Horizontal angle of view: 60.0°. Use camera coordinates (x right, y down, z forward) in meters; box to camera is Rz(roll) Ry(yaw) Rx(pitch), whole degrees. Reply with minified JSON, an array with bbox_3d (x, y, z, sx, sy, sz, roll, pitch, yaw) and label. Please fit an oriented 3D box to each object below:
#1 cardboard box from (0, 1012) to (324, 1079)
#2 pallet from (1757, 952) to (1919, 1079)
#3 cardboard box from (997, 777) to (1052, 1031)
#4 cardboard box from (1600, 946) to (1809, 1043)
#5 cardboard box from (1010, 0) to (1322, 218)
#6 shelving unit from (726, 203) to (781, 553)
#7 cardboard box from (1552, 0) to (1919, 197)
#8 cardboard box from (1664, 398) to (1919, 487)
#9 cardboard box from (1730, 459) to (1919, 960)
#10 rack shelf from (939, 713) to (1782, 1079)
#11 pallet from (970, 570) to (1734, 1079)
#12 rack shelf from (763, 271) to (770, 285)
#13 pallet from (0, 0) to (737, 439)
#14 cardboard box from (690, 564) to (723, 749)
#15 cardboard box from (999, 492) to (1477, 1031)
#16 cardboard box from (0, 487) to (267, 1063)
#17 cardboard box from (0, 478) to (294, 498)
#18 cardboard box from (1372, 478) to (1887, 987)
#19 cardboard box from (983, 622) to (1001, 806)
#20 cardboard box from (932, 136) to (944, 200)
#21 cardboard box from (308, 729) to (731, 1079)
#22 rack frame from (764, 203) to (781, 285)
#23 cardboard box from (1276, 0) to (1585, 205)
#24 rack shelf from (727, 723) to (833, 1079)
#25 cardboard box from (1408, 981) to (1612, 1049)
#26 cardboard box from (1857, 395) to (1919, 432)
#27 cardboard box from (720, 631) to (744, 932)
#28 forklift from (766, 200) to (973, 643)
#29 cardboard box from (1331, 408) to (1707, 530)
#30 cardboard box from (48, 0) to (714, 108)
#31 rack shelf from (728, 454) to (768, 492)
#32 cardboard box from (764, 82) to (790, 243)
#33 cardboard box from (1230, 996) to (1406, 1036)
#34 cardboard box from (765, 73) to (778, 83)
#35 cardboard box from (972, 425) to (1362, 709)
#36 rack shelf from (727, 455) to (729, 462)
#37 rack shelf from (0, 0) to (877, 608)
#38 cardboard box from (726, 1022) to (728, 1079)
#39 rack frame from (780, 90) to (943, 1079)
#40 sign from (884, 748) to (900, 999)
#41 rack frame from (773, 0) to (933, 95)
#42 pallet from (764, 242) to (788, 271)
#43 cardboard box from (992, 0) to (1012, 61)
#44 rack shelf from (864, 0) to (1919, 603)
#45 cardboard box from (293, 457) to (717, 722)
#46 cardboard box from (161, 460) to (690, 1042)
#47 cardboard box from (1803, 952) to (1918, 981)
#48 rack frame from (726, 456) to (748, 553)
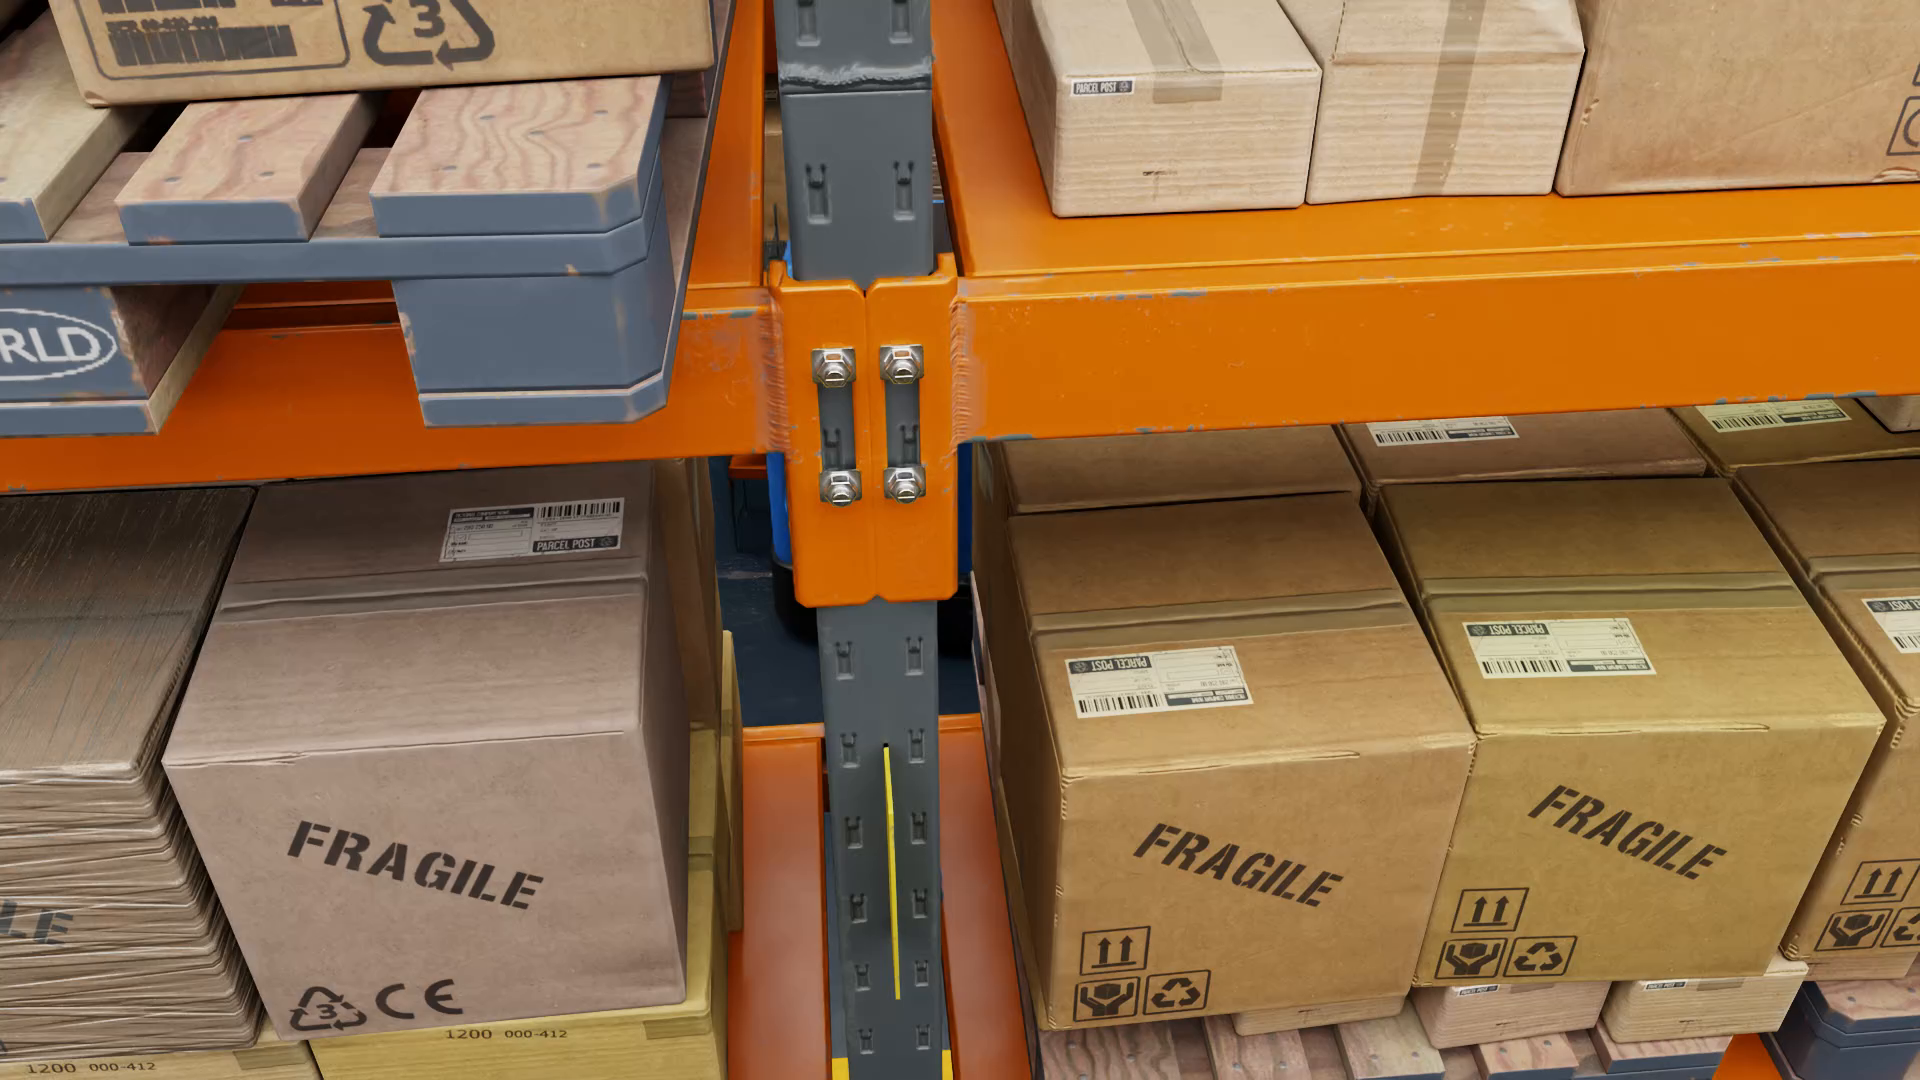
[{"bbox_3d":[-1.100,0.575,2.317,0.500,0.250,0.500,-4,38,-5],"label":"cardboard box"},{"bbox_3d":[1.838,0.440,2.926,1.213,0.211,1.003,-3,38,-4],"label":"pallet"},{"bbox_3d":[0.210,0.529,2.521,0.250,0.149,0.380,-5,39,-7],"label":"cardboard box"},{"bbox_3d":[1.047,0.546,2.501,0.250,0.149,0.380,-3,38,-4],"label":"cardboard box"},{"bbox_3d":[0.199,-0.493,1.734,0.250,0.149,0.380,-3,38,-4],"label":"cardboard box"},{"bbox_3d":[-0.667,-0.498,5.412,0.189,1.200,0.258,2,38,2],"label":"shelving unit"},{"bbox_3d":[0.815,-0.764,1.795,0.500,0.500,0.700,-3,38,-4],"label":"cardboard box"},{"bbox_3d":[1.315,-0.082,2.773,0.500,0.500,0.500,-6,39,-7],"label":"cardboard box"},{"bbox_3d":[1.385,0.230,2.378,0.500,0.500,0.500,-3,38,-3],"label":"cardboard box"},{"bbox_3d":[1.862,0.671,3.058,4.000,0.370,1.077,-3,38,-4],"label":"rack shelf"},{"bbox_3d":[0.570,0.469,2.889,1.003,0.211,1.213,-3,38,-4],"label":"pallet"},{"bbox_3d":[-0.667,-0.746,5.217,0.180,0.103,0.258,2,38,2],"label":"rack shelf"},{"bbox_3d":[-0.767,-0.537,1.740,1.003,0.211,1.213,-1,38,-2],"label":"pallet"},{"bbox_3d":[-0.657,0.237,2.746,0.500,0.250,0.500,-3,38,-4],"label":"cardboard box"},{"bbox_3d":[0.339,0.296,2.294,0.500,0.500,0.500,-4,38,-5],"label":"cardboard box"},{"bbox_3d":[-1.132,0.290,2.073,0.500,0.500,0.500,-3,38,-3],"label":"cardboard box"},{"bbox_3d":[-1.136,-0.024,2.471,0.500,0.500,0.500,-3,38,-4],"label":"cardboard box"},{"bbox_3d":[0.857,0.263,2.335,0.500,0.500,0.500,-1,38,-2],"label":"cardboard box"},{"bbox_3d":[0.176,0.269,2.851,0.250,0.149,0.380,-2,38,-2],"label":"cardboard box"},{"bbox_3d":[0.049,-1.822,7.216,0.625,0.625,0.875,-2,38,-3],"label":"cardboard box"},{"bbox_3d":[-0.590,0.545,2.356,0.500,0.250,0.500,-3,38,-4],"label":"cardboard box"},{"bbox_3d":[-0.576,-0.495,5.408,0.006,1.200,0.240,2,38,2],"label":"rack frame"},{"bbox_3d":[0.453,-0.553,1.716,0.258,0.266,0.396,-3,38,-4],"label":"cardboard box"},{"bbox_3d":[-2.122,0.891,2.780,4.000,0.370,1.077,-3,38,-4],"label":"rack shelf"},{"bbox_3d":[0.771,0.548,2.498,0.250,0.149,0.380,-6,39,-7],"label":"cardboard box"},{"bbox_3d":[1.474,-0.341,2.577,0.250,0.149,0.380,-5,39,-6],"label":"cardboard box"},{"bbox_3d":[-0.640,0.429,2.906,0.500,0.250,0.500,-4,38,-5],"label":"cardboard box"},{"bbox_3d":[0.940,-1.090,4.766,3.031,2.935,1.130,2,38,2],"label":"forklift"},{"bbox_3d":[0.812,-0.054,2.737,0.500,0.500,0.500,-4,38,-5],"label":"cardboard box"},{"bbox_3d":[-0.492,-0.771,1.461,0.637,0.503,0.797,-5,39,-7],"label":"cardboard box"},{"bbox_3d":[-0.667,-0.274,5.588,0.180,0.103,0.258,2,38,2],"label":"rack shelf"},{"bbox_3d":[-0.976,-1.592,7.024,0.500,0.500,0.500,-2,38,-3],"label":"cardboard box"},{"bbox_3d":[0.495,0.534,2.515,0.250,0.149,0.380,-5,39,-7],"label":"cardboard box"},{"bbox_3d":[-1.018,-1.897,7.412,0.500,0.500,0.500,-2,38,-2],"label":"cardboard box"},{"bbox_3d":[0.298,-0.019,2.692,0.500,0.500,0.500,-4,38,-5],"label":"cardboard box"},{"bbox_3d":[-0.667,-0.369,5.514,0.180,0.103,0.258,2,38,2],"label":"rack shelf"},{"bbox_3d":[-2.122,-0.287,1.851,4.000,0.370,1.077,-3,38,-4],"label":"rack shelf"},{"bbox_3d":[-0.611,0.745,2.505,0.500,0.250,0.500,-4,38,-6],"label":"cardboard box"},{"bbox_3d":[-0.130,0.499,2.697,0.127,3.000,1.000,-3,38,-4],"label":"rack frame"},{"bbox_3d":[-0.078,0.386,1.904,0.005,0.325,0.100,-3,38,-4],"label":"sign"},{"bbox_3d":[-0.130,-1.857,0.838,0.127,3.000,1.000,-3,38,-4],"label":"rack frame"},{"bbox_3d":[-1.320,-1.451,7.419,1.213,0.211,1.003,-3,38,-4],"label":"pallet"},{"bbox_3d":[0.165,-0.727,2.031,0.250,0.149,0.380,-3,38,-4],"label":"cardboard box"},{"bbox_3d":[1.862,-0.506,2.129,4.000,0.370,1.077,-3,38,-4],"label":"rack shelf"},{"bbox_3d":[-0.643,-0.057,2.513,0.500,0.500,0.500,-4,38,-5],"label":"cardboard box"},{"bbox_3d":[-0.622,0.257,2.115,0.500,0.500,0.500,-4,38,-5],"label":"cardboard box"},{"bbox_3d":[1.280,0.484,2.579,0.250,0.149,0.380,-1,38,-1],"label":"cardboard box"},{"bbox_3d":[-0.759,-0.501,5.416,0.006,1.200,0.240,2,38,2],"label":"rack frame"}]
